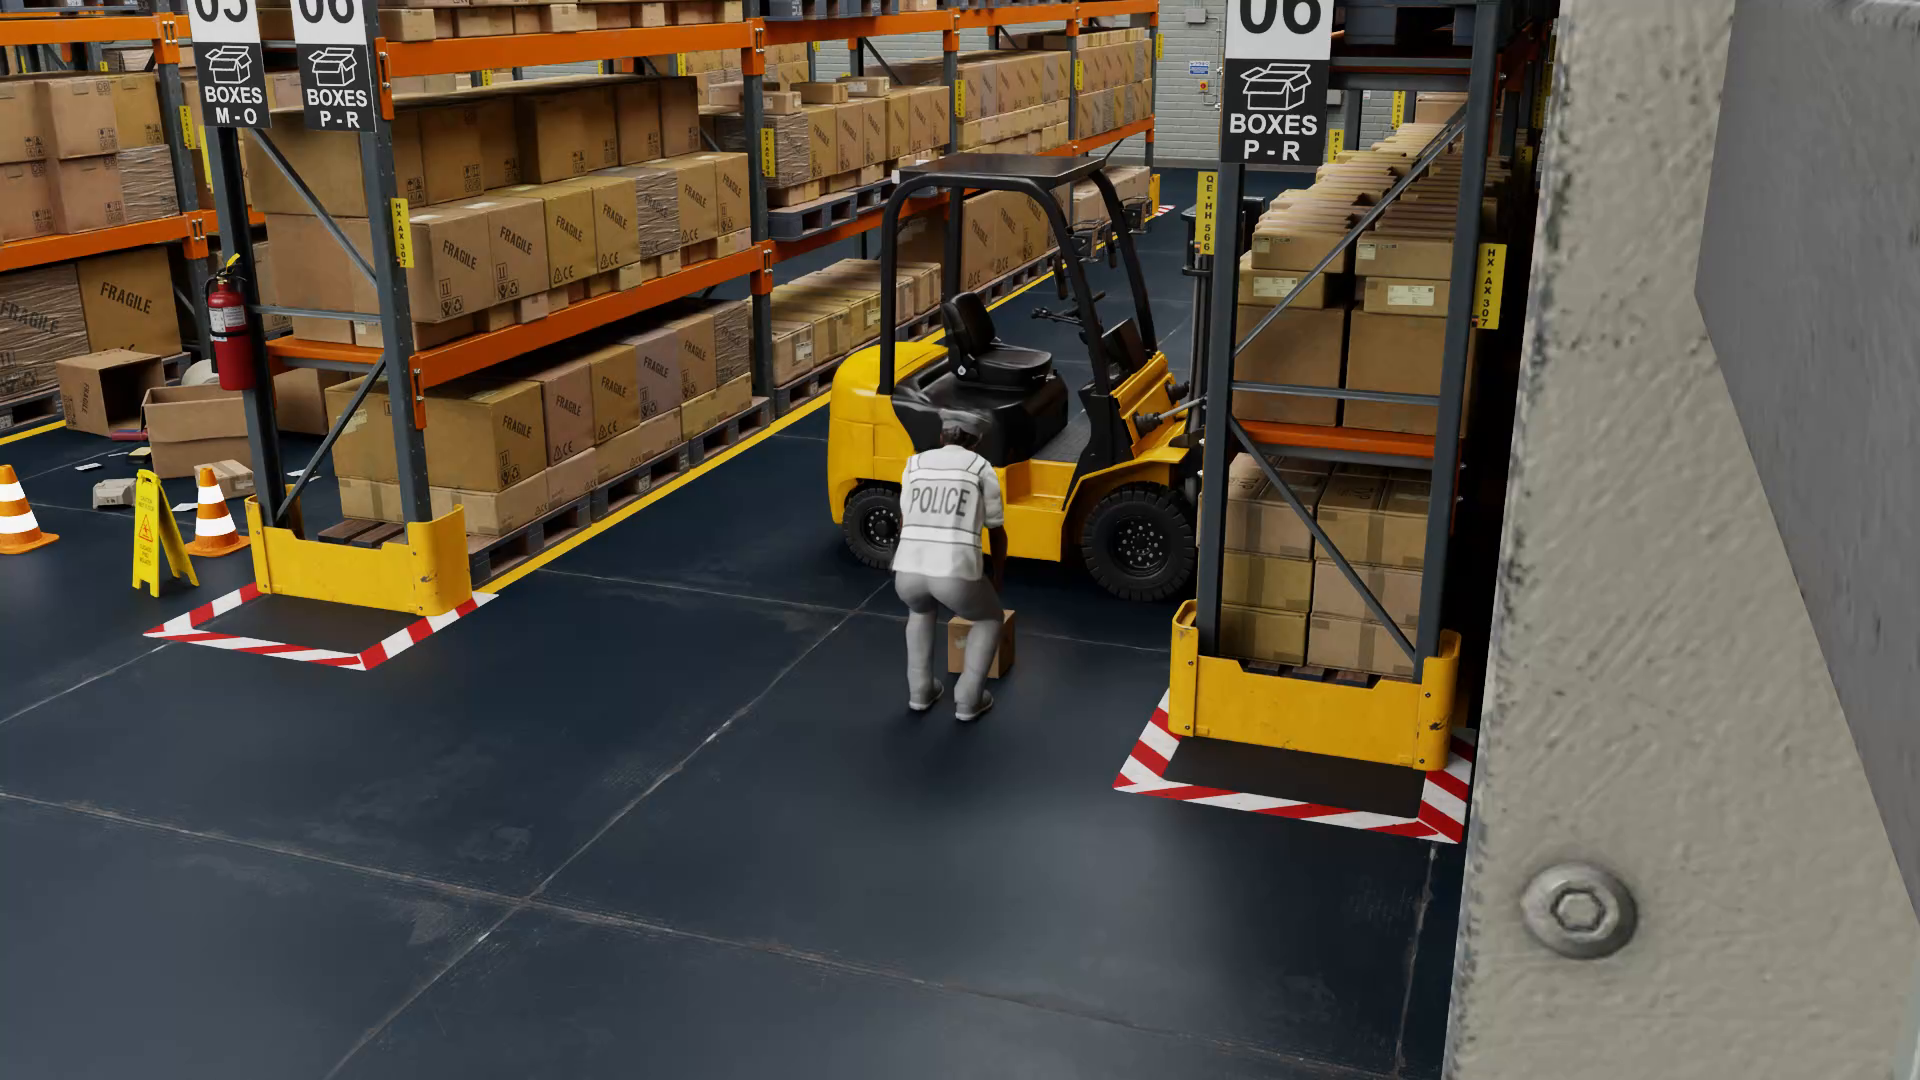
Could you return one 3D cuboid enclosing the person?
[{"bbox_3d":[-0.062,0.112,7.319,0.496,1.294,0.755,6,20,18],"label":"person"}]
